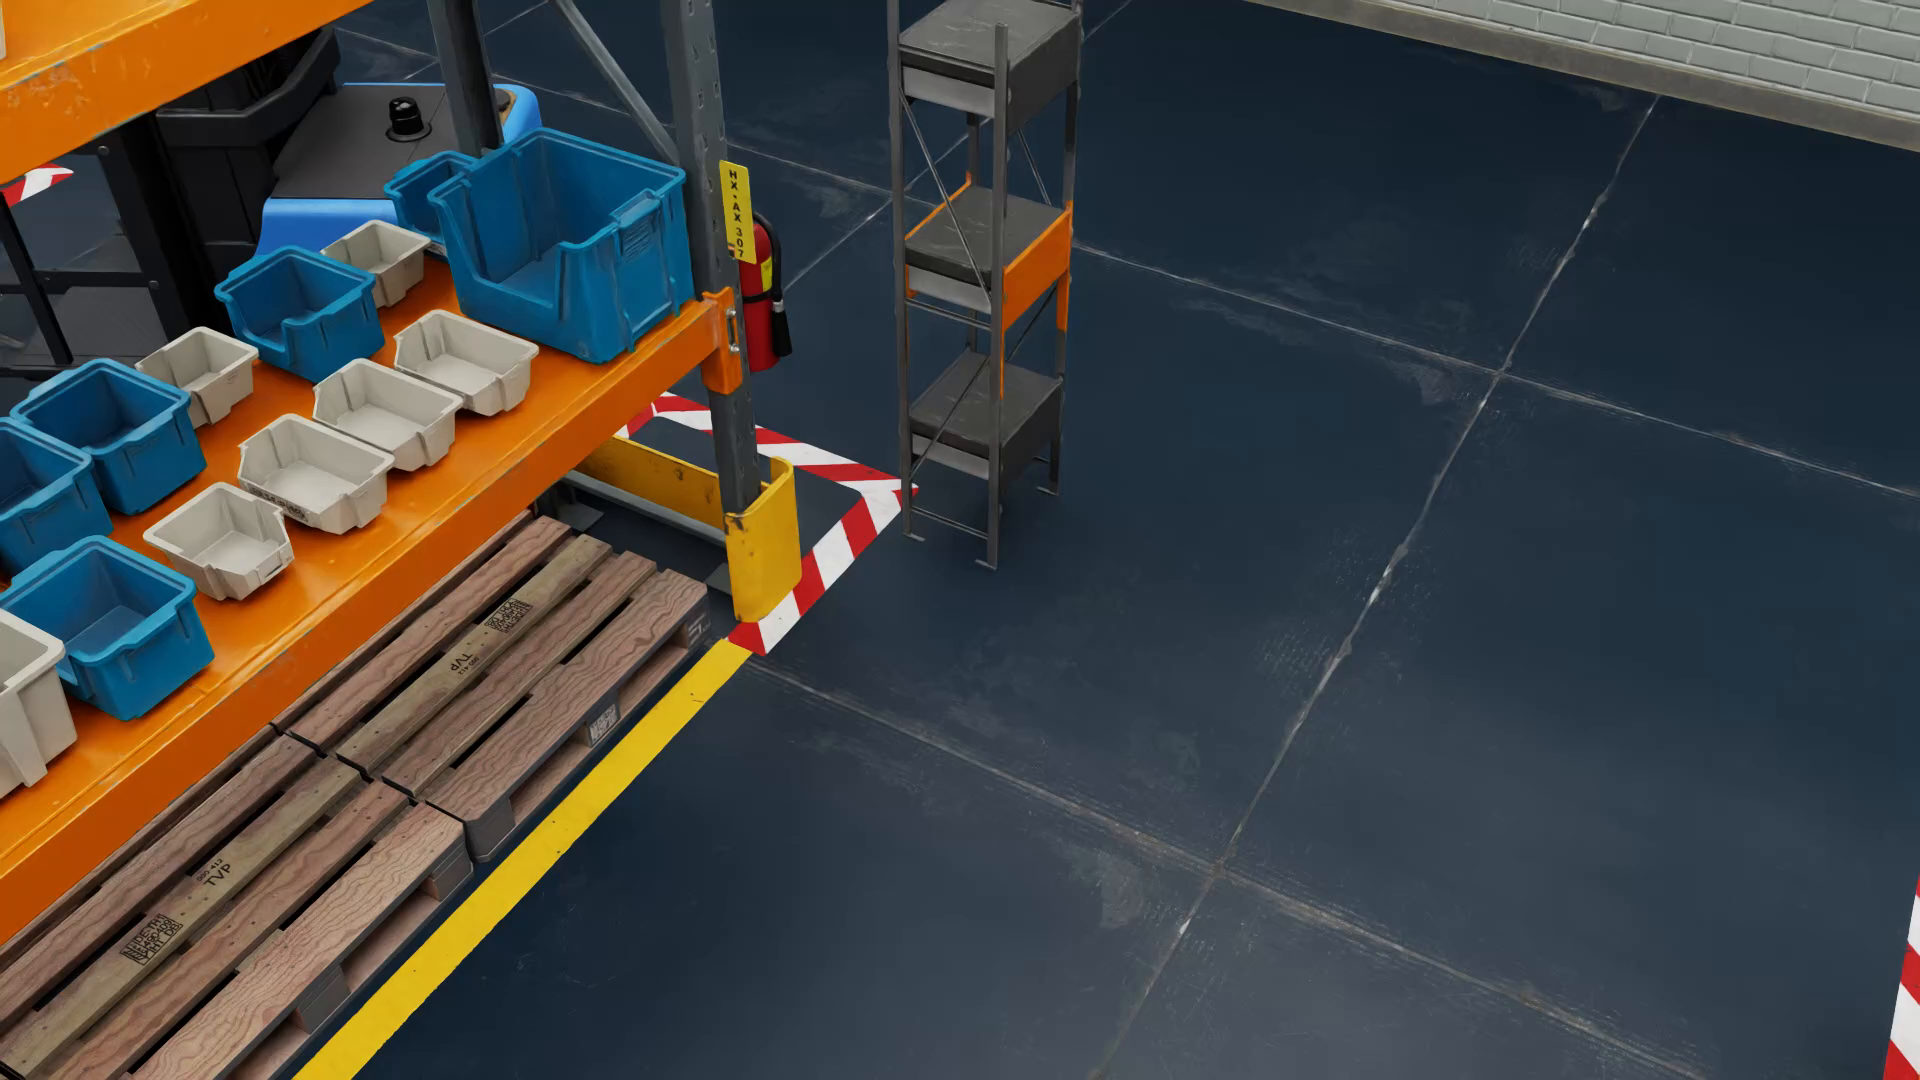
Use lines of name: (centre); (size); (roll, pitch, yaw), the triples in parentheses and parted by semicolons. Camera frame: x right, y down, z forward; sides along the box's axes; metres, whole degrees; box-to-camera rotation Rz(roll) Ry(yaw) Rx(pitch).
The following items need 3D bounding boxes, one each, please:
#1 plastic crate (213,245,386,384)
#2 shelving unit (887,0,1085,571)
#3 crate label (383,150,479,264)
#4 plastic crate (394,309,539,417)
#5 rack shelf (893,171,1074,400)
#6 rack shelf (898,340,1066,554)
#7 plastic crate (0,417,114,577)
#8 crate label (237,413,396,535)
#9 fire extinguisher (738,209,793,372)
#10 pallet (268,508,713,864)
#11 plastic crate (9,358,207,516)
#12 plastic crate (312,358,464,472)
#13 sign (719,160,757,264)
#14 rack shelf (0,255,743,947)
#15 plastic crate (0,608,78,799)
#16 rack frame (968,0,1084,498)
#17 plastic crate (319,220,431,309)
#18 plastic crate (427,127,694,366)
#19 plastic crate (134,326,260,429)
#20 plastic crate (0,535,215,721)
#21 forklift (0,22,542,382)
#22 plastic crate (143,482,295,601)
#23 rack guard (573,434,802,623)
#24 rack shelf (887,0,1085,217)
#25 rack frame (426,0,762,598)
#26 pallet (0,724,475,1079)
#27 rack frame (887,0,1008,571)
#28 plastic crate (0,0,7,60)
plastic crate: (-1.885, -0.639, 4.787); (0.416, 0.233, 0.300); (21, 45, 22)
shelving unit: (0.083, -0.883, 5.664); (0.431, 2.100, 0.503); (21, 45, 22)
crate label: (-1.556, -1.015, 5.214); (0.416, 0.233, 0.303); (21, 45, 22)
plastic crate: (-1.398, -0.485, 4.685); (0.396, 0.136, 0.243); (21, 45, 22)
rack shelf: (0.083, -0.872, 5.673); (0.431, 0.518, 0.480); (21, 45, 22)
rack shelf: (0.083, -0.347, 6.135); (0.431, 0.518, 0.480); (21, 45, 22)
plastic crate: (-2.365, -0.090, 4.164); (0.416, 0.233, 0.300); (21, 45, 22)
crate label: (-1.674, -0.156, 4.312); (0.396, 0.136, 0.243); (21, 45, 22)
fire extinguisher: (-0.678, -0.855, 5.292); (0.296, 0.674, 0.183); (21, 45, 22)
pallet: (-1.593, 0.418, 5.616); (1.003, 0.211, 1.213); (21, 45, 22)
plastic crate: (-2.215, -0.262, 4.359); (0.416, 0.233, 0.300); (21, 45, 22)
plastic crate: (-1.556, -0.324, 4.502); (0.396, 0.136, 0.243); (21, 45, 22)
sign: (-0.663, -0.977, 4.966); (0.100, 0.325, 0.005); (21, 45, 22)
rack shelf: (-2.148, 0.326, 4.154); (1.077, 0.370, 4.000); (21, 45, 22)
plastic crate: (-2.225, 0.410, 3.559); (0.437, 0.282, 0.530); (21, 45, 22)
rack frame: (0.205, -1.022, 5.822); (0.400, 2.100, 0.015); (21, 45, 22)
plastic crate: (-1.788, -0.823, 5.069); (0.250, 0.136, 0.298); (21, 45, 22)
plastic crate: (-1.153, -0.870, 4.897); (0.616, 0.435, 0.499); (21, 45, 22)
plastic crate: (-2.127, -0.435, 4.628); (0.250, 0.136, 0.298); (21, 45, 22)
plastic crate: (-1.953, 0.212, 3.821); (0.416, 0.233, 0.300); (21, 45, 22)
forklift: (-3.218, -1.847, 6.129); (3.031, 2.935, 1.130); (1, 41, 1)
plastic crate: (-1.806, 0.019, 4.113); (0.298, 0.136, 0.250); (21, 45, 22)
rack guard: (-1.146, -0.168, 6.062); (1.175, 0.500, 0.348); (21, 45, 22)
rack shelf: (0.083, -1.398, 5.210); (0.431, 0.518, 0.480); (21, 45, 22)
rack frame: (-1.147, -1.088, 5.216); (1.000, 3.000, 0.127); (21, 45, 22)
pallet: (-2.205, 1.113, 4.826); (1.003, 0.211, 1.213); (21, 45, 22)
rack frame: (-0.039, -0.743, 5.505); (0.400, 2.100, 0.015); (21, 45, 22)
plastic crate: (-1.966, -0.850, 2.876); (0.437, 0.136, 0.530); (21, 45, 22)
